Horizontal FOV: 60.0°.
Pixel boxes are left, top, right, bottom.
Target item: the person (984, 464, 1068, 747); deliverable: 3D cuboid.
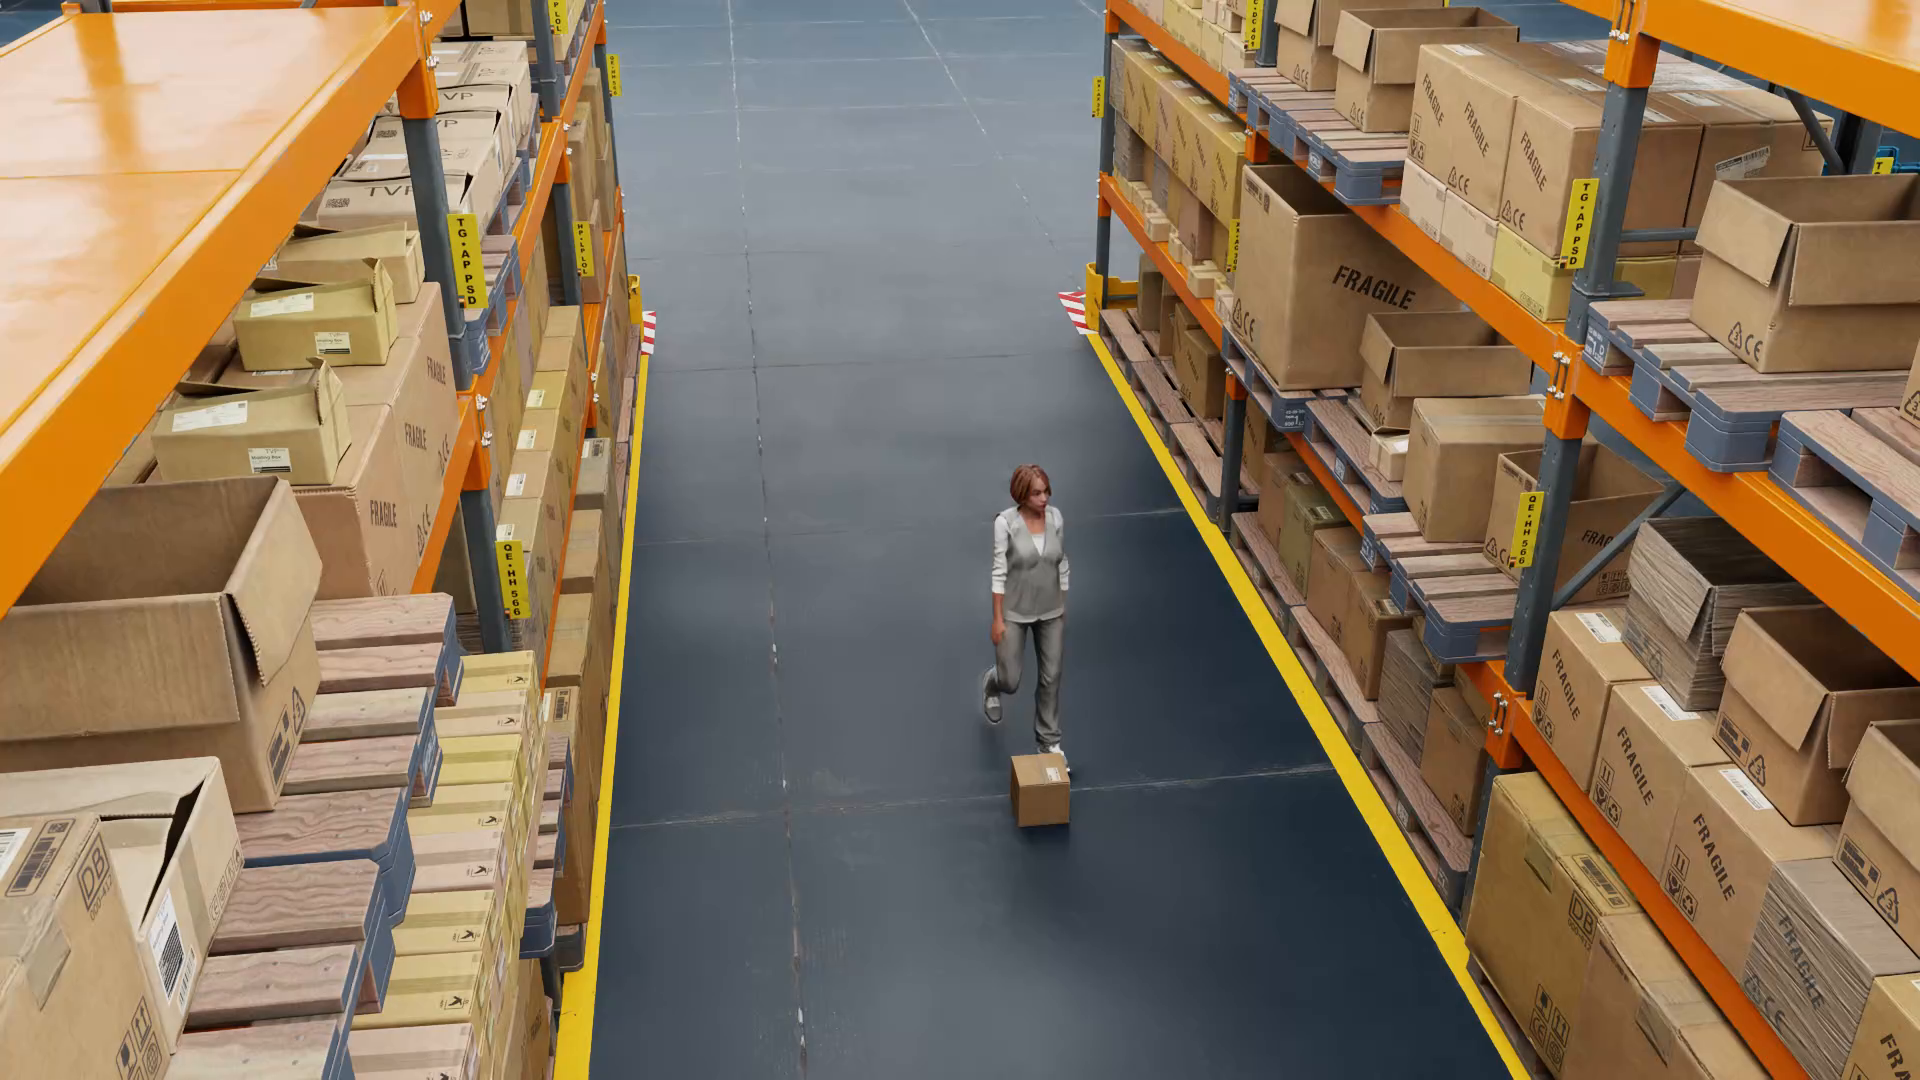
[{"bbox_3d":[0.335,0.325,8.361,0.430,1.528,0.473,-9,29,-16],"label":"person"}]
